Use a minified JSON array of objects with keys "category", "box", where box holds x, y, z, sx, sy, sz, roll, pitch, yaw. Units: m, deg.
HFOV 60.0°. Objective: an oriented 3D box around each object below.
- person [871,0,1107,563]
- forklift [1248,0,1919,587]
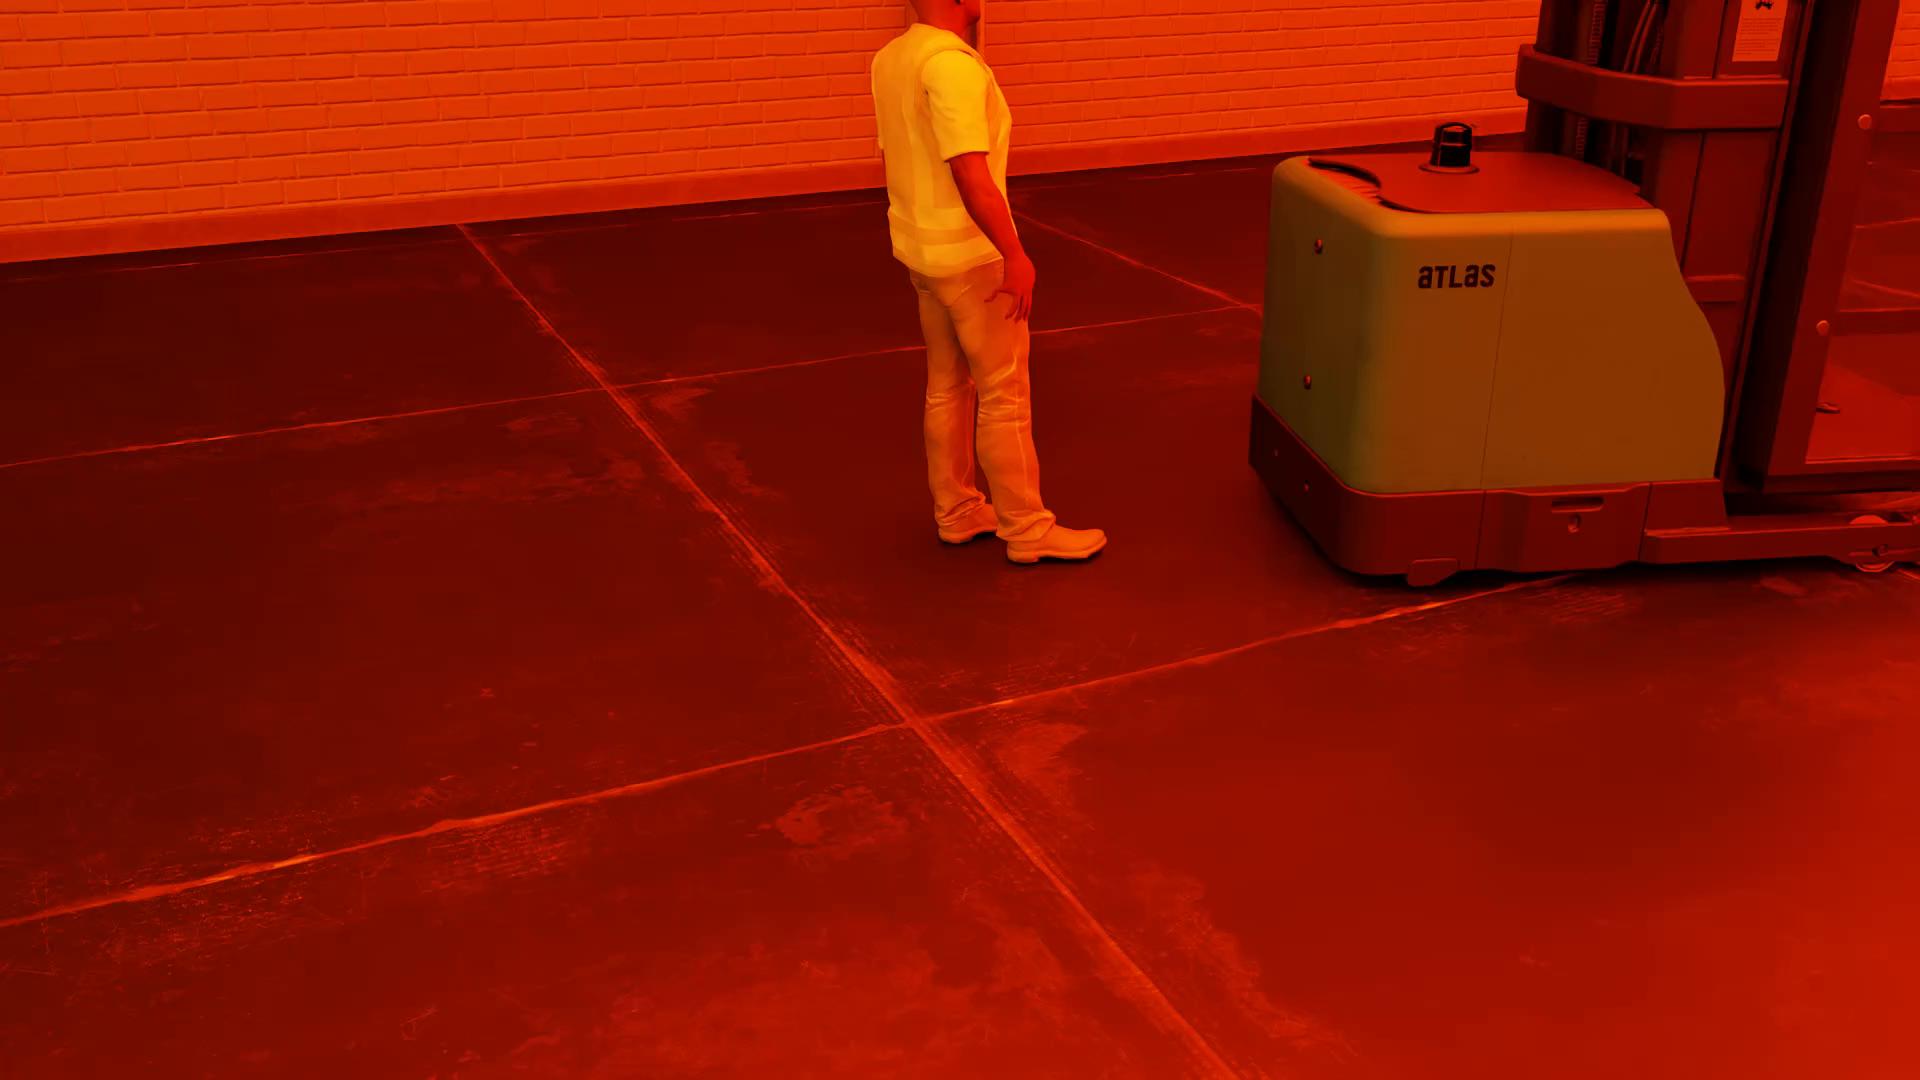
[{"category":"person","box":[0.066,-0.832,4.789,0.575,1.768,0.666,-10,25,-23]},{"category":"forklift","box":[2.518,-1.456,4.791,3.031,2.935,1.130,-3,23,-7]}]
